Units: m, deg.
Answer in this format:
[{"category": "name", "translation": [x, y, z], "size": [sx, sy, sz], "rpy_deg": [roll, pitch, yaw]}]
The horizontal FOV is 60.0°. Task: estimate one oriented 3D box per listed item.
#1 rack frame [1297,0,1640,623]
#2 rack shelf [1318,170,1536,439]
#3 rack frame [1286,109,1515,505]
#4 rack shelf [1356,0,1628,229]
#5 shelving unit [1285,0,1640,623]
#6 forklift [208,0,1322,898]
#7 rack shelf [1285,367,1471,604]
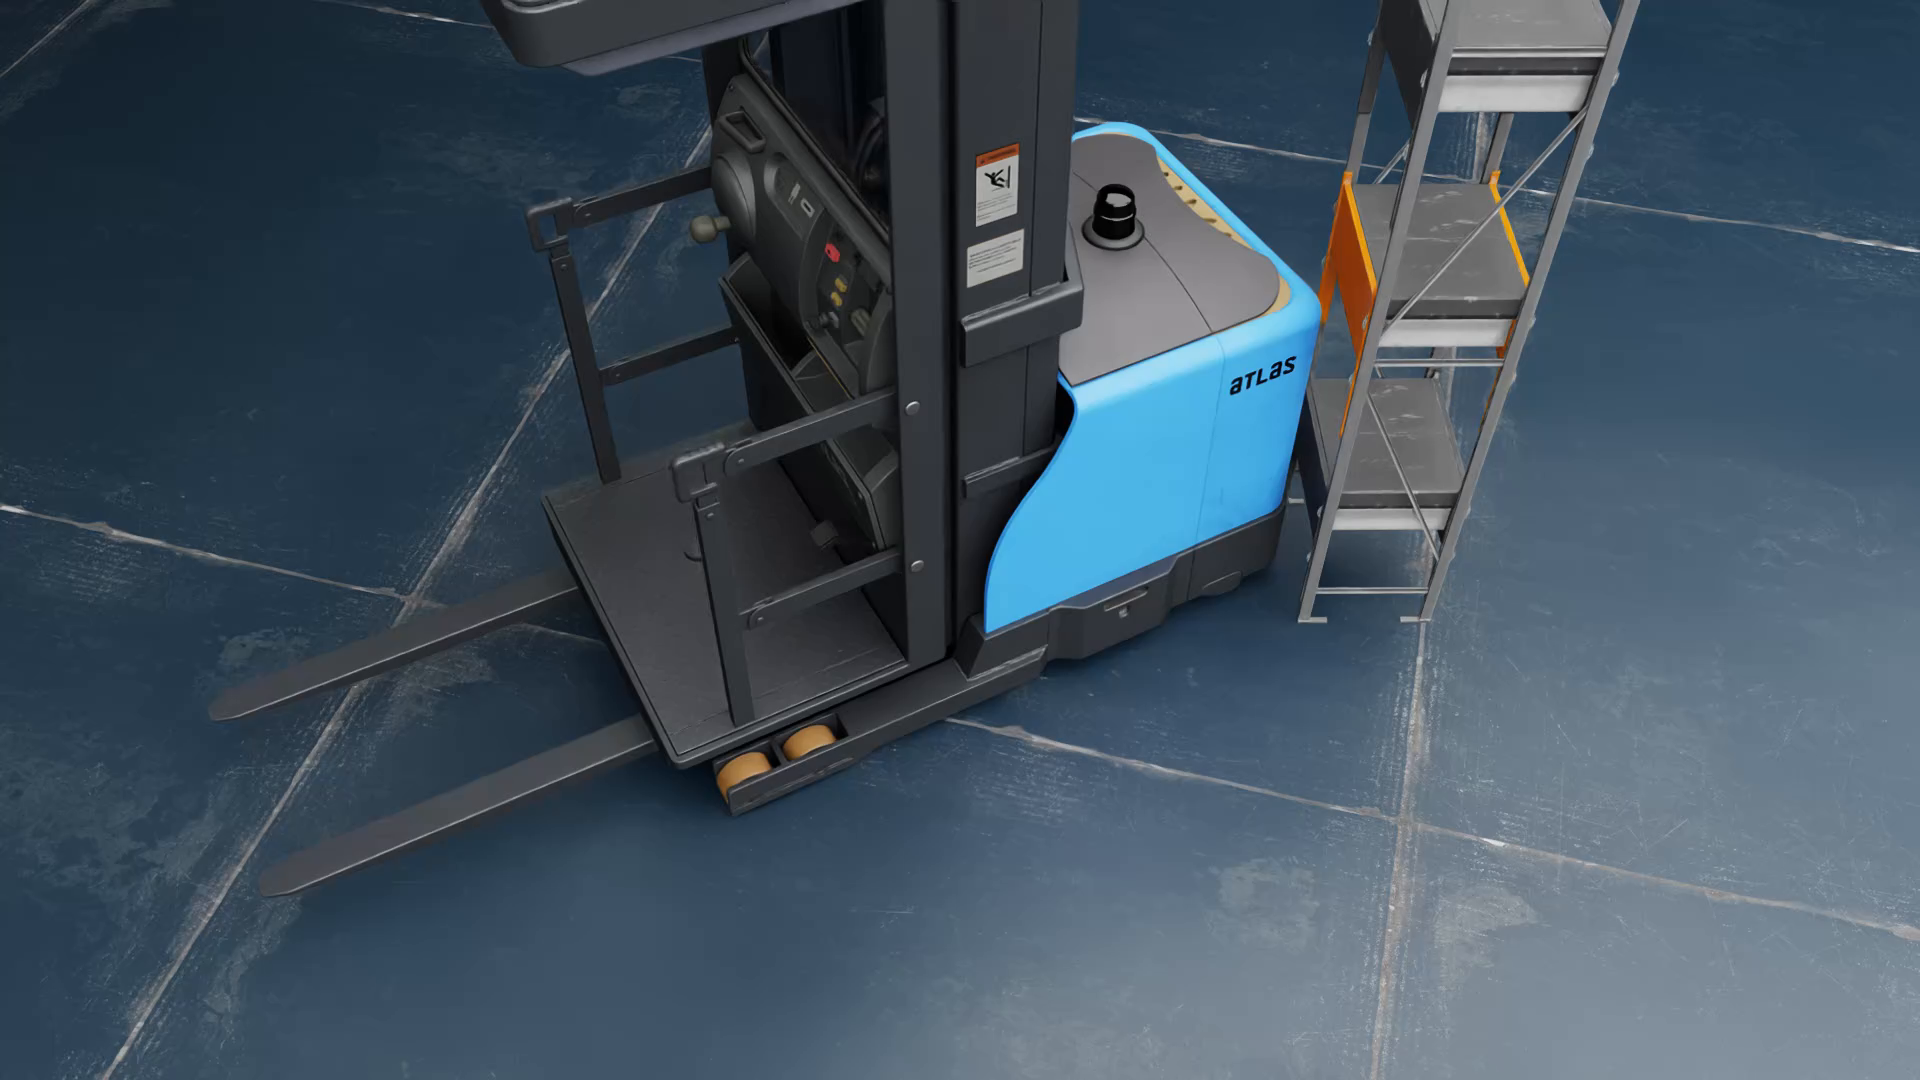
[{"category": "rack frame", "translation": [1.220, -0.449, 4.246], "size": [0.400, 2.100, 0.015], "rpy_deg": [0, 49, 0]}, {"category": "rack shelf", "translation": [1.219, -0.623, 4.418], "size": [0.431, 0.518, 0.480], "rpy_deg": [0, 49, 0]}, {"category": "rack frame", "translation": [1.217, -0.815, 4.569], "size": [0.400, 2.100, 0.015], "rpy_deg": [0, 49, 0]}, {"category": "rack shelf", "translation": [1.219, -1.086, 3.893], "size": [0.431, 0.518, 0.480], "rpy_deg": [0, 49, 0]}, {"category": "shelving unit", "translation": [1.219, -0.632, 4.407], "size": [0.431, 2.100, 0.503], "rpy_deg": [0, 49, 0]}, {"category": "forklift", "translation": [-0.569, -0.683, 3.898], "size": [3.031, 2.935, 1.130], "rpy_deg": [-22, 52, -18]}, {"category": "rack shelf", "translation": [1.219, -0.160, 4.942], "size": [0.431, 0.518, 0.480], "rpy_deg": [0, 49, 0]}]
